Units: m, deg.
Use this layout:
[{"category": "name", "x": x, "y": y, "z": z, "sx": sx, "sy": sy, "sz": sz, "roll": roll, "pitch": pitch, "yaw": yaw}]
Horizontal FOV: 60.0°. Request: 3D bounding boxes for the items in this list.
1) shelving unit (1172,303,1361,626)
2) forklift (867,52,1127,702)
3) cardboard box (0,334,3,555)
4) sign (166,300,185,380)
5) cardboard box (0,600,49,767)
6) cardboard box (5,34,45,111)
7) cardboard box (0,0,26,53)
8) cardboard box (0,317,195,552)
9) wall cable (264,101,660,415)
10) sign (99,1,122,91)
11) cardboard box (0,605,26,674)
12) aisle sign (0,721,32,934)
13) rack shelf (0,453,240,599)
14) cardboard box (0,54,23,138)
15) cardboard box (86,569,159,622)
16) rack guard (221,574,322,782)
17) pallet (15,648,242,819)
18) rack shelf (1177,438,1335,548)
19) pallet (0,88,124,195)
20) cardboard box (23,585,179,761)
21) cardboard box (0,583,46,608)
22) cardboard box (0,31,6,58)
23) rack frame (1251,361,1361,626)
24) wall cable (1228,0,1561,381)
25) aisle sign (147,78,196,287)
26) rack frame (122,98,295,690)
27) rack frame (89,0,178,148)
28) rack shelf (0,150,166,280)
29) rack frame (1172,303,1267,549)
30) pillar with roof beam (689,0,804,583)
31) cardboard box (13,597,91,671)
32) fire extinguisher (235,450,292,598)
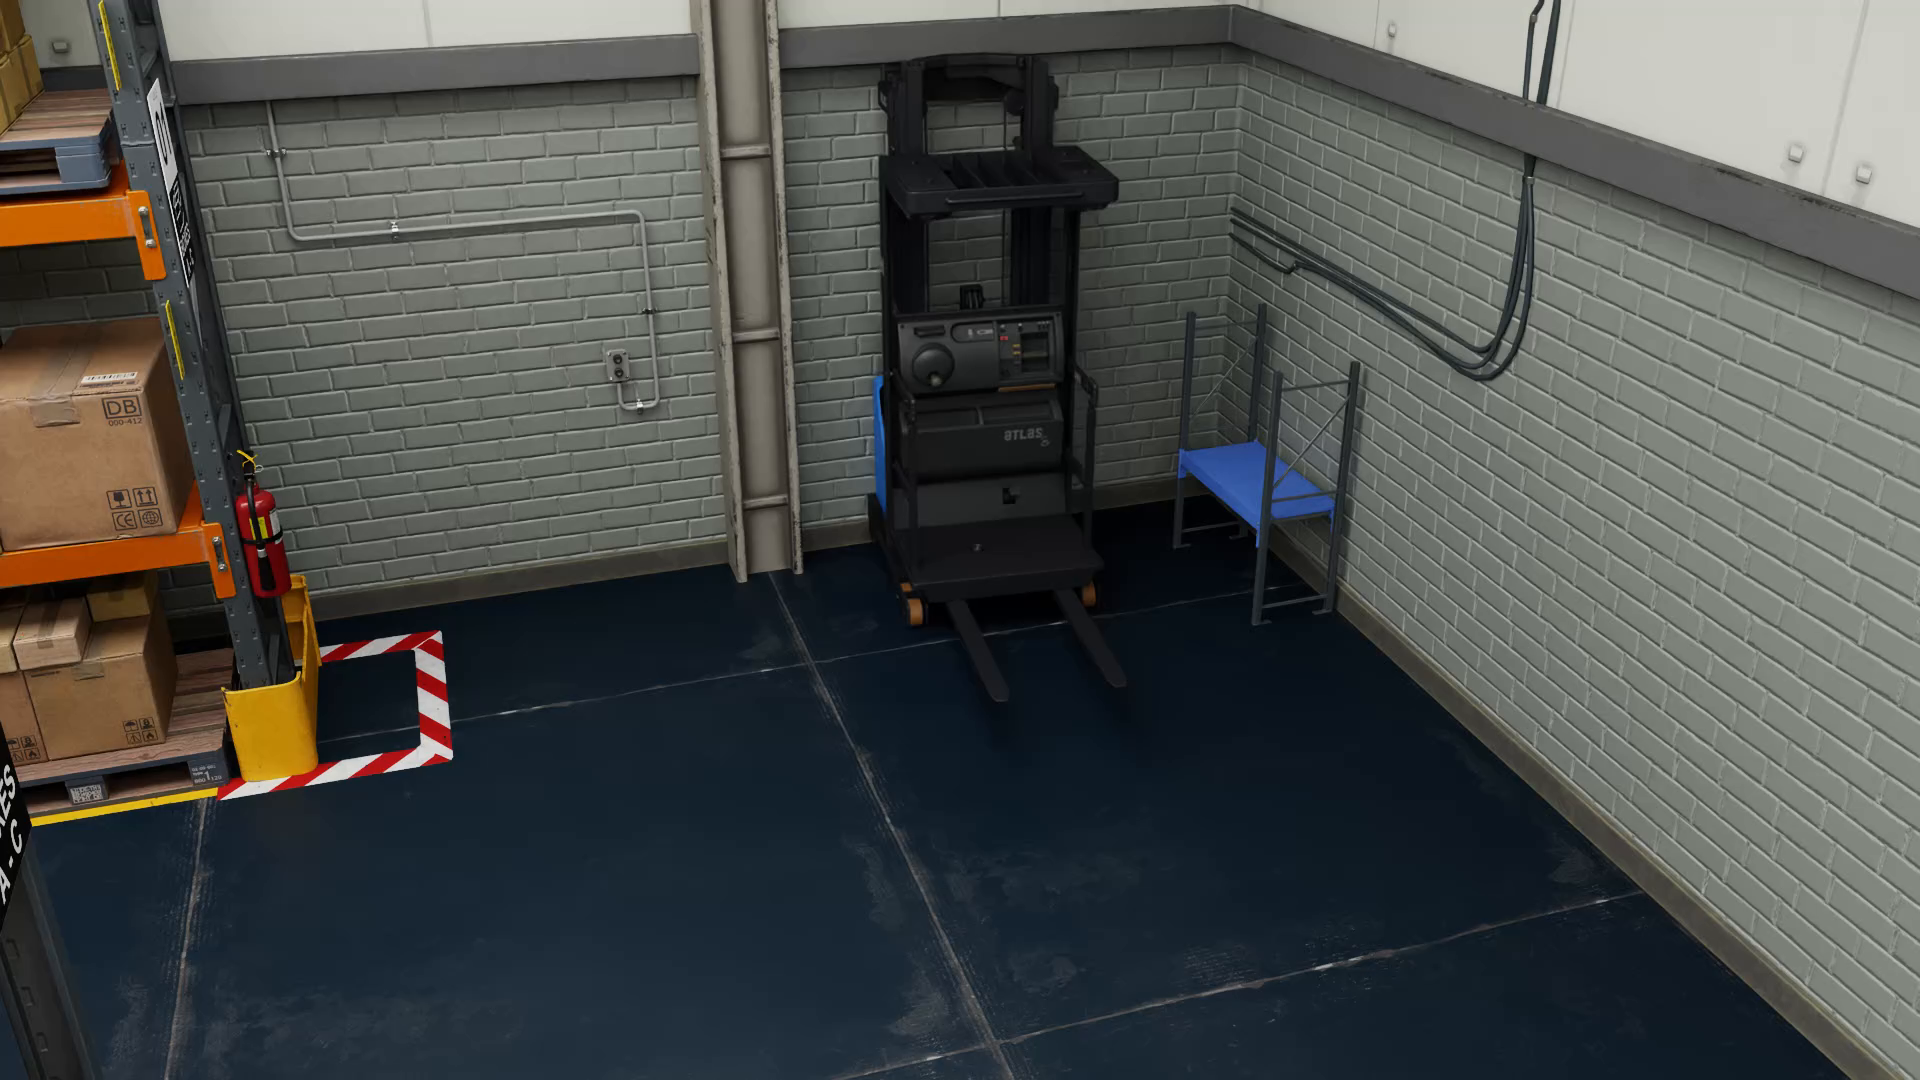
[{"category": "shelving unit", "x": 1.704, "y": -0.447, "z": 9.464, "sx": 0.538, "sy": 1.500, "sz": 1.048, "roll": -9, "pitch": 28, "yaw": -17}, {"category": "forklift", "x": 0.168, "y": -1.010, "z": 8.989, "sx": 1.130, "sy": 2.935, "sz": 3.031, "roll": -6, "pitch": 27, "yaw": -12}, {"category": "cardboard box", "x": -4.629, "y": -0.403, "z": 7.351, "sx": 0.700, "sy": 0.700, "sz": 0.980, "roll": -8, "pitch": 28, "yaw": -17}, {"category": "sign", "x": -3.304, "y": -0.841, "z": 7.003, "sx": 0.005, "sy": 0.325, "sz": 0.100, "roll": -8, "pitch": 28, "yaw": -16}, {"category": "cardboard box", "x": -4.569, "y": 0.691, "z": 7.823, "sx": 0.500, "sy": 0.500, "sz": 0.700, "roll": -8, "pitch": 28, "yaw": -16}, {"category": "cardboard box", "x": -4.229, "y": -1.960, "z": 7.036, "sx": 0.500, "sy": 0.250, "sz": 0.500, "roll": -7, "pitch": 27, "yaw": -13}, {"category": "cardboard box", "x": -4.228, "y": -2.295, "z": 6.866, "sx": 0.500, "sy": 0.500, "sz": 0.500, "roll": -9, "pitch": 28, "yaw": -18}, {"category": "cardboard box", "x": -3.941, "y": -0.508, "z": 7.562, "sx": 0.700, "sy": 0.700, "sz": 0.980, "roll": -7, "pitch": 27, "yaw": -14}, {"category": "wall cable", "x": -2.534, "y": -1.479, "z": 8.714, "sx": 1.851, "sy": 1.984, "sz": 0.084, "roll": -8, "pitch": 28, "yaw": -16}, {"category": "sign", "x": -3.304, "y": -1.921, "z": 6.467, "sx": 0.005, "sy": 0.325, "sz": 0.100, "roll": -8, "pitch": 28, "yaw": -16}, {"category": "cardboard box", "x": -4.402, "y": 0.462, "z": 7.556, "sx": 0.250, "sy": 0.149, "sz": 0.380, "roll": -7, "pitch": 27, "yaw": -15}, {"category": "aisle sign", "x": -1.947, "y": 0.348, "z": 3.252, "sx": 0.004, "sy": 0.787, "sz": 0.394, "roll": -8, "pitch": 28, "yaw": -16}, {"category": "rack shelf", "x": -5.360, "y": 0.150, "z": 7.384, "sx": 4.000, "sy": 0.370, "sz": 1.077, "roll": -8, "pitch": 28, "yaw": -16}, {"category": "cardboard box", "x": -4.073, "y": -1.744, "z": 6.601, "sx": 0.500, "sy": 0.250, "sz": 0.500, "roll": -7, "pitch": 27, "yaw": -15}, {"category": "cardboard box", "x": -4.036, "y": 0.230, "z": 8.023, "sx": 0.250, "sy": 0.149, "sz": 0.380, "roll": -8, "pitch": 28, "yaw": -16}, {"category": "rack guard", "x": -3.436, "y": 0.668, "z": 8.342, "sx": 0.348, "sy": 0.500, "sz": 1.175, "roll": -8, "pitch": 28, "yaw": -16}, {"category": "pallet", "x": -4.195, "y": 0.944, "z": 8.111, "sx": 1.213, "sy": 0.211, "sz": 1.003, "roll": -8, "pitch": 28, "yaw": -16}, {"category": "rack shelf", "x": 1.704, "y": -0.286, "z": 9.544, "sx": 0.538, "sy": 0.185, "sz": 1.000, "roll": -9, "pitch": 28, "yaw": -17}, {"category": "pallet", "x": -4.161, "y": -1.645, "z": 6.917, "sx": 1.213, "sy": 0.211, "sz": 1.003, "roll": -8, "pitch": 28, "yaw": -16}, {"category": "cardboard box", "x": -4.093, "y": 0.622, "z": 7.962, "sx": 0.500, "sy": 0.500, "sz": 0.700, "roll": -8, "pitch": 28, "yaw": -16}, {"category": "cardboard box", "x": -4.518, "y": 0.300, "z": 7.882, "sx": 0.250, "sy": 0.149, "sz": 0.380, "roll": -8, "pitch": 28, "yaw": -16}, {"category": "cardboard box", "x": -4.070, "y": -2.077, "z": 6.428, "sx": 0.500, "sy": 0.500, "sz": 0.500, "roll": -8, "pitch": 28, "yaw": -16}, {"category": "rack frame", "x": 1.870, "y": -0.233, "z": 9.034, "sx": 0.500, "sy": 1.500, "sz": 0.032, "roll": -9, "pitch": 28, "yaw": -17}, {"category": "wall cable", "x": 2.030, "y": -2.372, "z": 8.400, "sx": 0.112, "sy": 2.526, "sz": 3.097, "roll": -8, "pitch": 28, "yaw": -16}, {"category": "aisle sign", "x": -3.297, "y": -1.495, "z": 6.965, "sx": 0.004, "sy": 0.787, "sz": 0.394, "roll": -8, "pitch": 28, "yaw": -16}, {"category": "rack frame", "x": -3.459, "y": -0.448, "z": 7.779, "sx": 0.127, "sy": 3.000, "sz": 1.000, "roll": -8, "pitch": 28, "yaw": -16}, {"category": "rack frame", "x": -3.459, "y": -3.135, "z": 6.445, "sx": 0.127, "sy": 3.000, "sz": 1.000, "roll": -8, "pitch": 28, "yaw": -16}, {"category": "rack shelf", "x": -5.360, "y": -1.194, "z": 6.717, "sx": 4.000, "sy": 0.370, "sz": 1.077, "roll": -8, "pitch": 28, "yaw": -16}, {"category": "rack frame", "x": 1.538, "y": -0.661, "z": 9.894, "sx": 0.500, "sy": 1.500, "sz": 0.032, "roll": -9, "pitch": 28, "yaw": -17}, {"category": "pillar with roof beam", "x": 0.174, "y": -2.052, "z": 4.264, "sx": 0.400, "sy": 9.000, "sz": 9.100, "roll": -8, "pitch": 28, "yaw": -16}, {"category": "cardboard box", "x": -4.159, "y": 0.426, "z": 7.627, "sx": 0.250, "sy": 0.149, "sz": 0.380, "roll": -9, "pitch": 28, "yaw": -17}, {"category": "fire extinguisher", "x": -3.172, "y": -0.072, "z": 7.528, "sx": 0.183, "sy": 0.674, "sz": 0.296, "roll": -8, "pitch": 28, "yaw": -16}]
